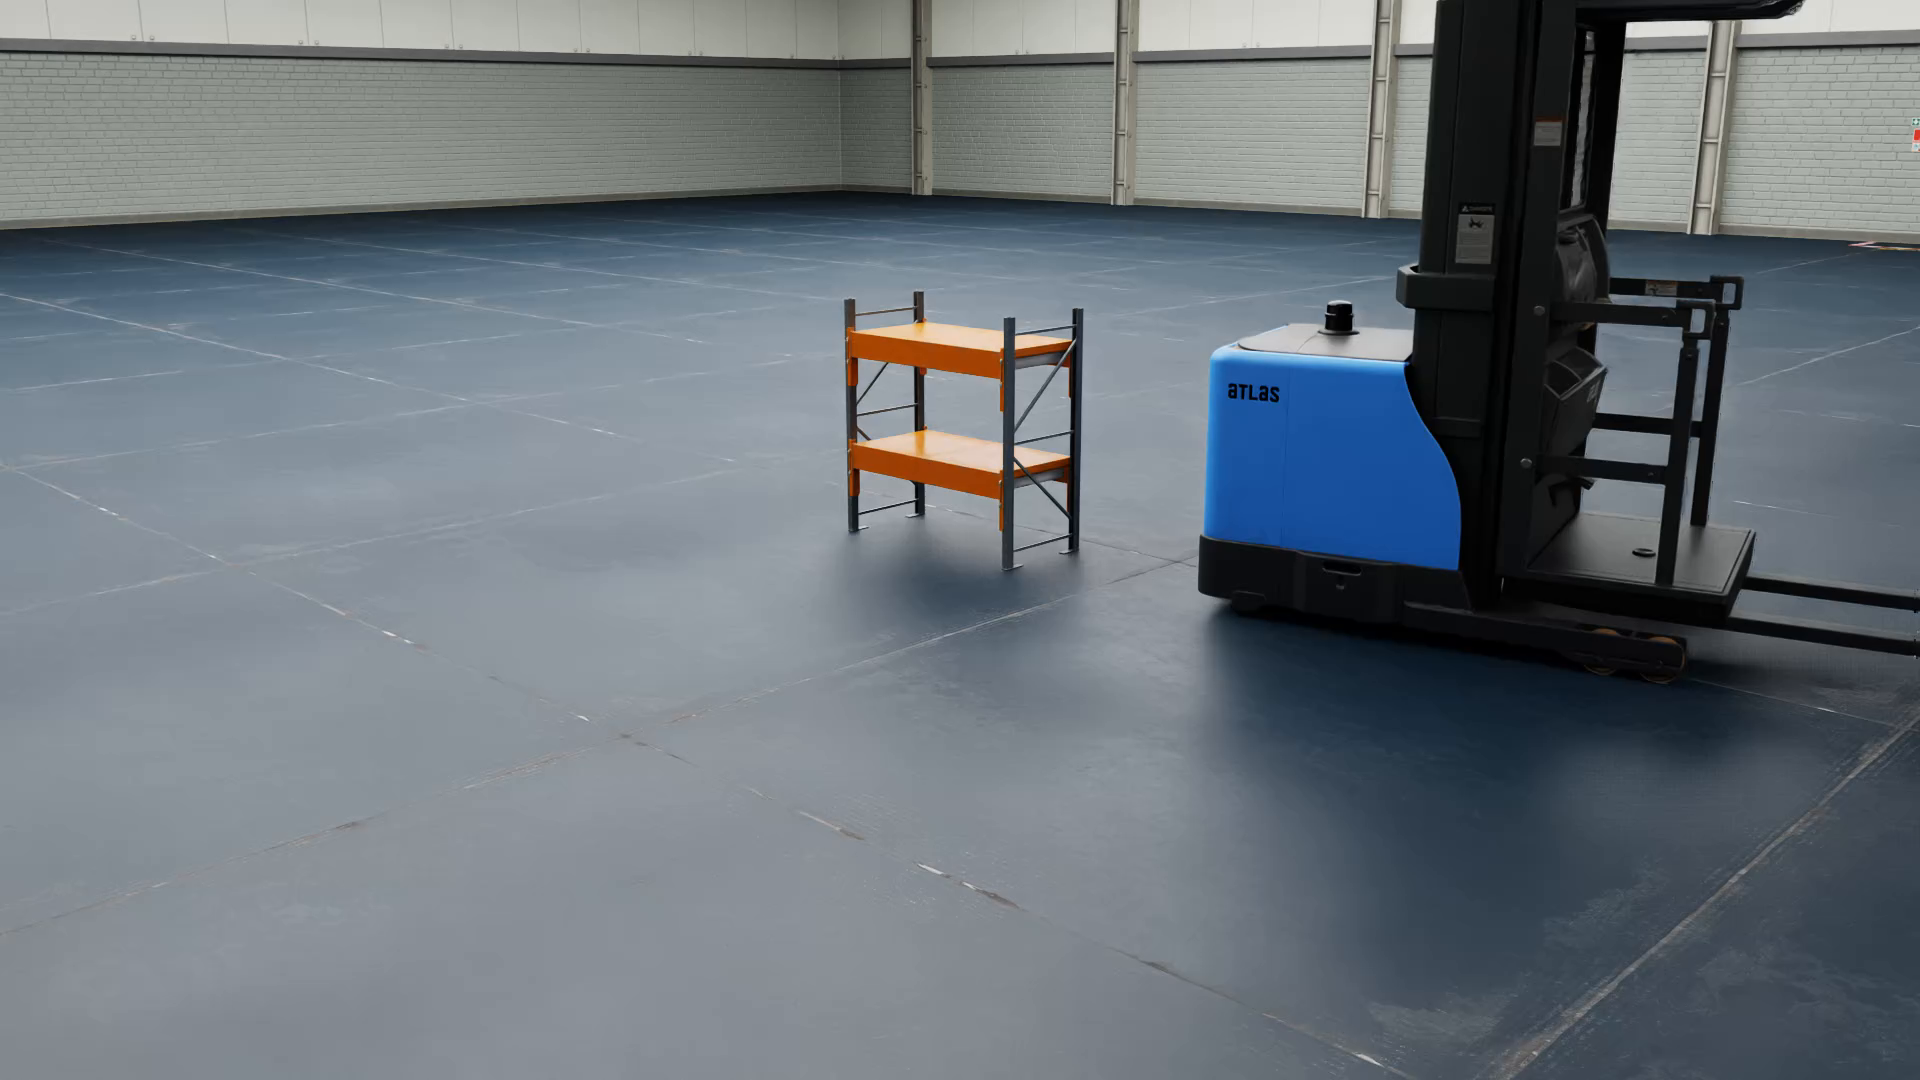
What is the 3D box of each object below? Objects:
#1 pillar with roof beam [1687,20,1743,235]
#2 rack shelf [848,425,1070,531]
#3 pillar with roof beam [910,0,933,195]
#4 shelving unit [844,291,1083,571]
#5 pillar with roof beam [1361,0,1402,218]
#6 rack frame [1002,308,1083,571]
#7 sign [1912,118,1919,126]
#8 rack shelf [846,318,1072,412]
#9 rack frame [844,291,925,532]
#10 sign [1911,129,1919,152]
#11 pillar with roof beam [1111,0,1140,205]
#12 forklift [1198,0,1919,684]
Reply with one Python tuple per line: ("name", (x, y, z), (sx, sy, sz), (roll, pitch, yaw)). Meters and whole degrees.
("pillar with roof beam", (9.081, -8.549, 22.896), (0.400, 9.000, 9.100), (14, 20, 42))
("rack shelf", (0.005, -0.307, 7.847), (1.000, 0.278, 0.538), (14, 20, 42))
("pillar with roof beam", (-3.877, -11.700, 34.987), (0.400, 9.000, 9.100), (14, 20, 42))
("shelving unit", (0.005, -0.543, 7.786), (1.048, 1.125, 0.538), (14, 20, 42))
("pillar with roof beam", (4.762, -9.599, 26.926), (0.400, 9.000, 9.100), (14, 20, 42))
("rack frame", (0.371, -0.454, 7.444), (0.032, 1.125, 0.500), (14, 20, 42))
("sign", (14.306, -6.204, 24.671), (0.331, 0.109, 0.001), (14, 20, 42))
("rack shelf", (0.005, -0.826, 7.712), (1.000, 0.278, 0.538), (14, 20, 42))
("rack frame", (-0.361, -0.632, 8.127), (0.032, 1.125, 0.500), (14, 20, 42))
("sign", (14.309, -5.950, 24.747), (0.234, 0.329, 0.001), (14, 20, 42))
("pillar with roof beam", (0.442, -10.649, 30.956), (0.400, 9.000, 9.100), (14, 20, 42))
("forklift", (2.517, -1.056, 6.173), (3.031, 2.935, 1.130), (8, 17, 29))
